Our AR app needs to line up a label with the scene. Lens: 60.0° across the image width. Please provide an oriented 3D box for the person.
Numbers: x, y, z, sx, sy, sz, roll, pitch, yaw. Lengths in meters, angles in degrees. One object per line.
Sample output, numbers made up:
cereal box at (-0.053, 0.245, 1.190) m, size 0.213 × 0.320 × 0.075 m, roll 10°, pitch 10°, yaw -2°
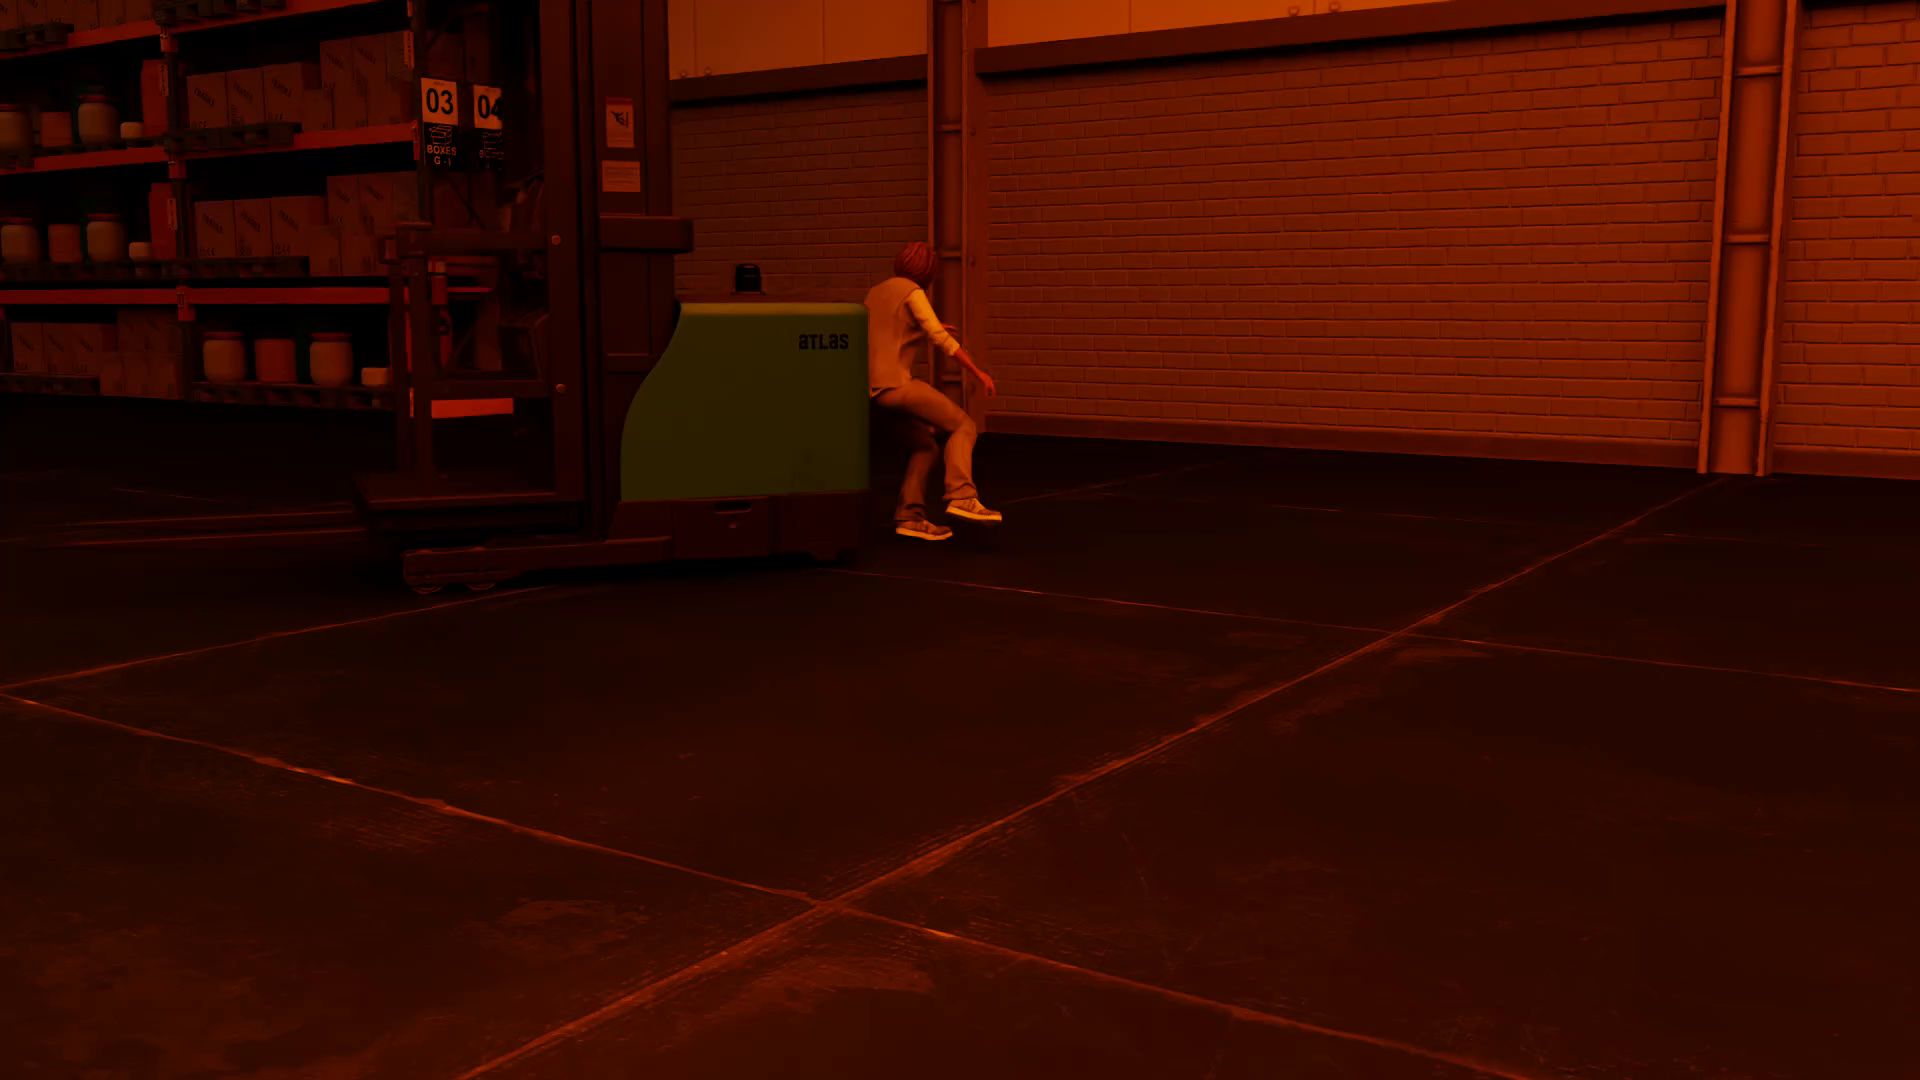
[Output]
person at (-0.082, -0.696, 7.736) m, size 0.849 × 1.363 × 1.026 m, roll -8°, pitch 11°, yaw -43°

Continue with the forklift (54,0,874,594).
forklift at (-1.927, -1.334, 6.571) m, size 3.031 × 2.935 × 1.130 m, roll -3°, pitch 9°, yaw -23°
